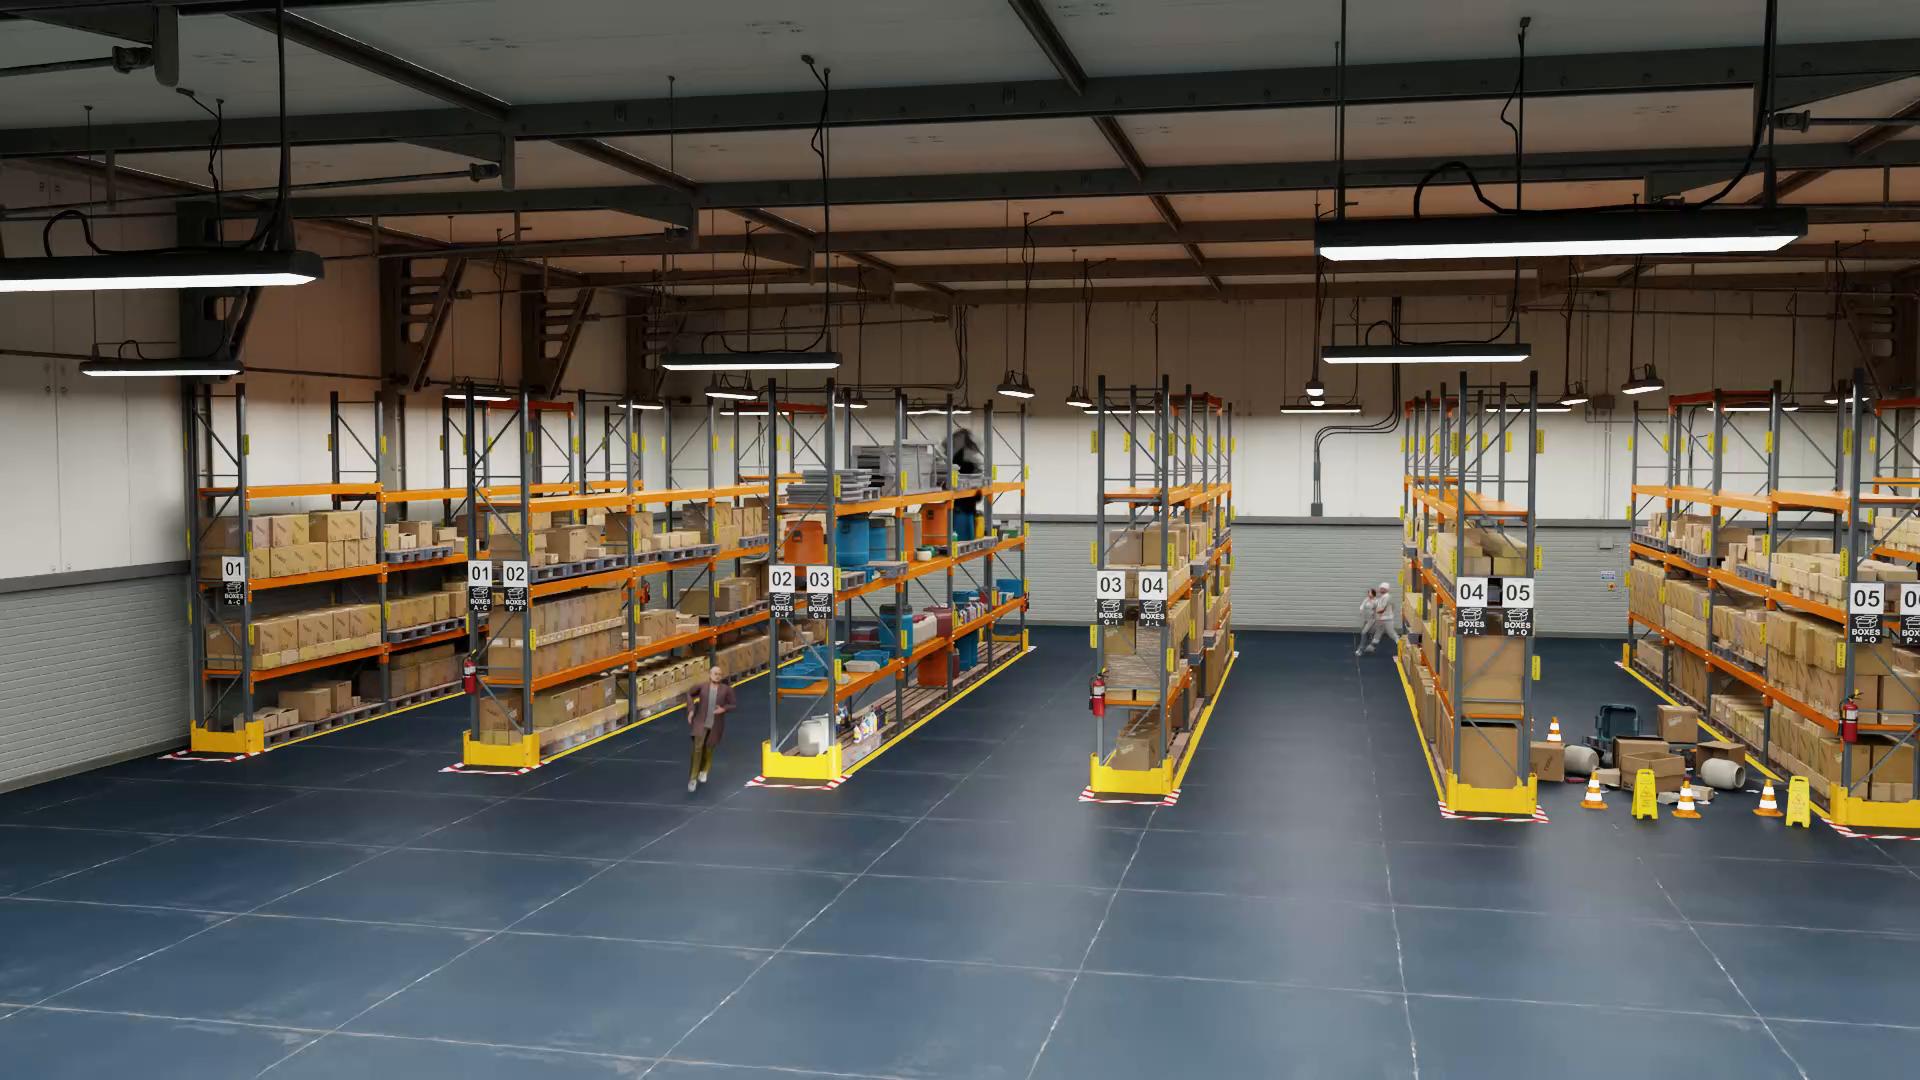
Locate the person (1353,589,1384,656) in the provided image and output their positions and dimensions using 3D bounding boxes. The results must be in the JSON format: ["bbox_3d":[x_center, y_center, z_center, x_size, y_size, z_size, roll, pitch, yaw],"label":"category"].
[{"bbox_3d":[9.739,1.949,39.572,0.793,1.594,0.613,-2,4,-36],"label":"person"}]

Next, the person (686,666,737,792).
[{"bbox_3d":[-3.629,2.718,24.286,0.738,1.740,0.996,0,3,-9],"label":"person"}]

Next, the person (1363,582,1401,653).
[{"bbox_3d":[10.132,1.862,39.625,1.109,1.720,0.697,1,3,11],"label":"person"}]
